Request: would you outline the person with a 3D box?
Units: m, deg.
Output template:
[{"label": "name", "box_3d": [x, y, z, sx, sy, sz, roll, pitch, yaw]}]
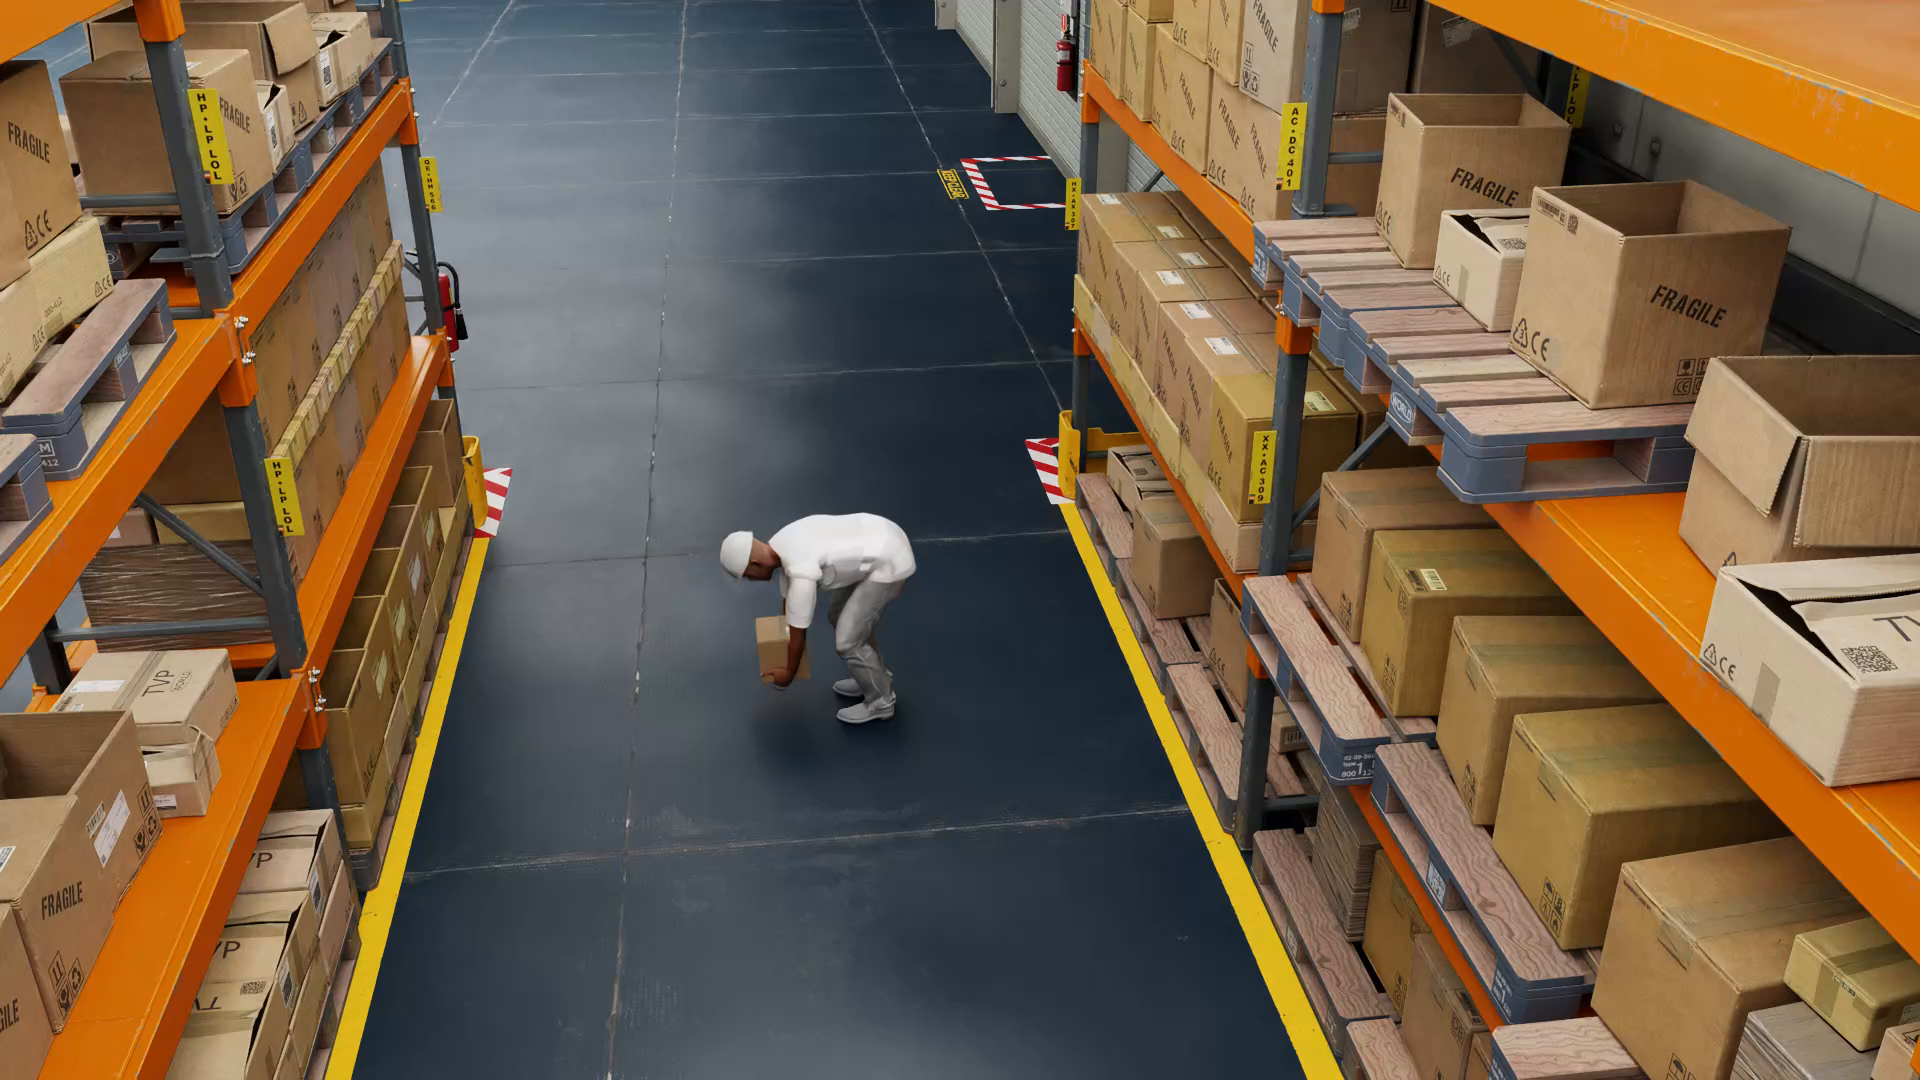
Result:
[{"label": "person", "box_3d": [-0.715, 0.403, 8.534, 0.981, 1.096, 0.481, -5, 27, -9]}]
